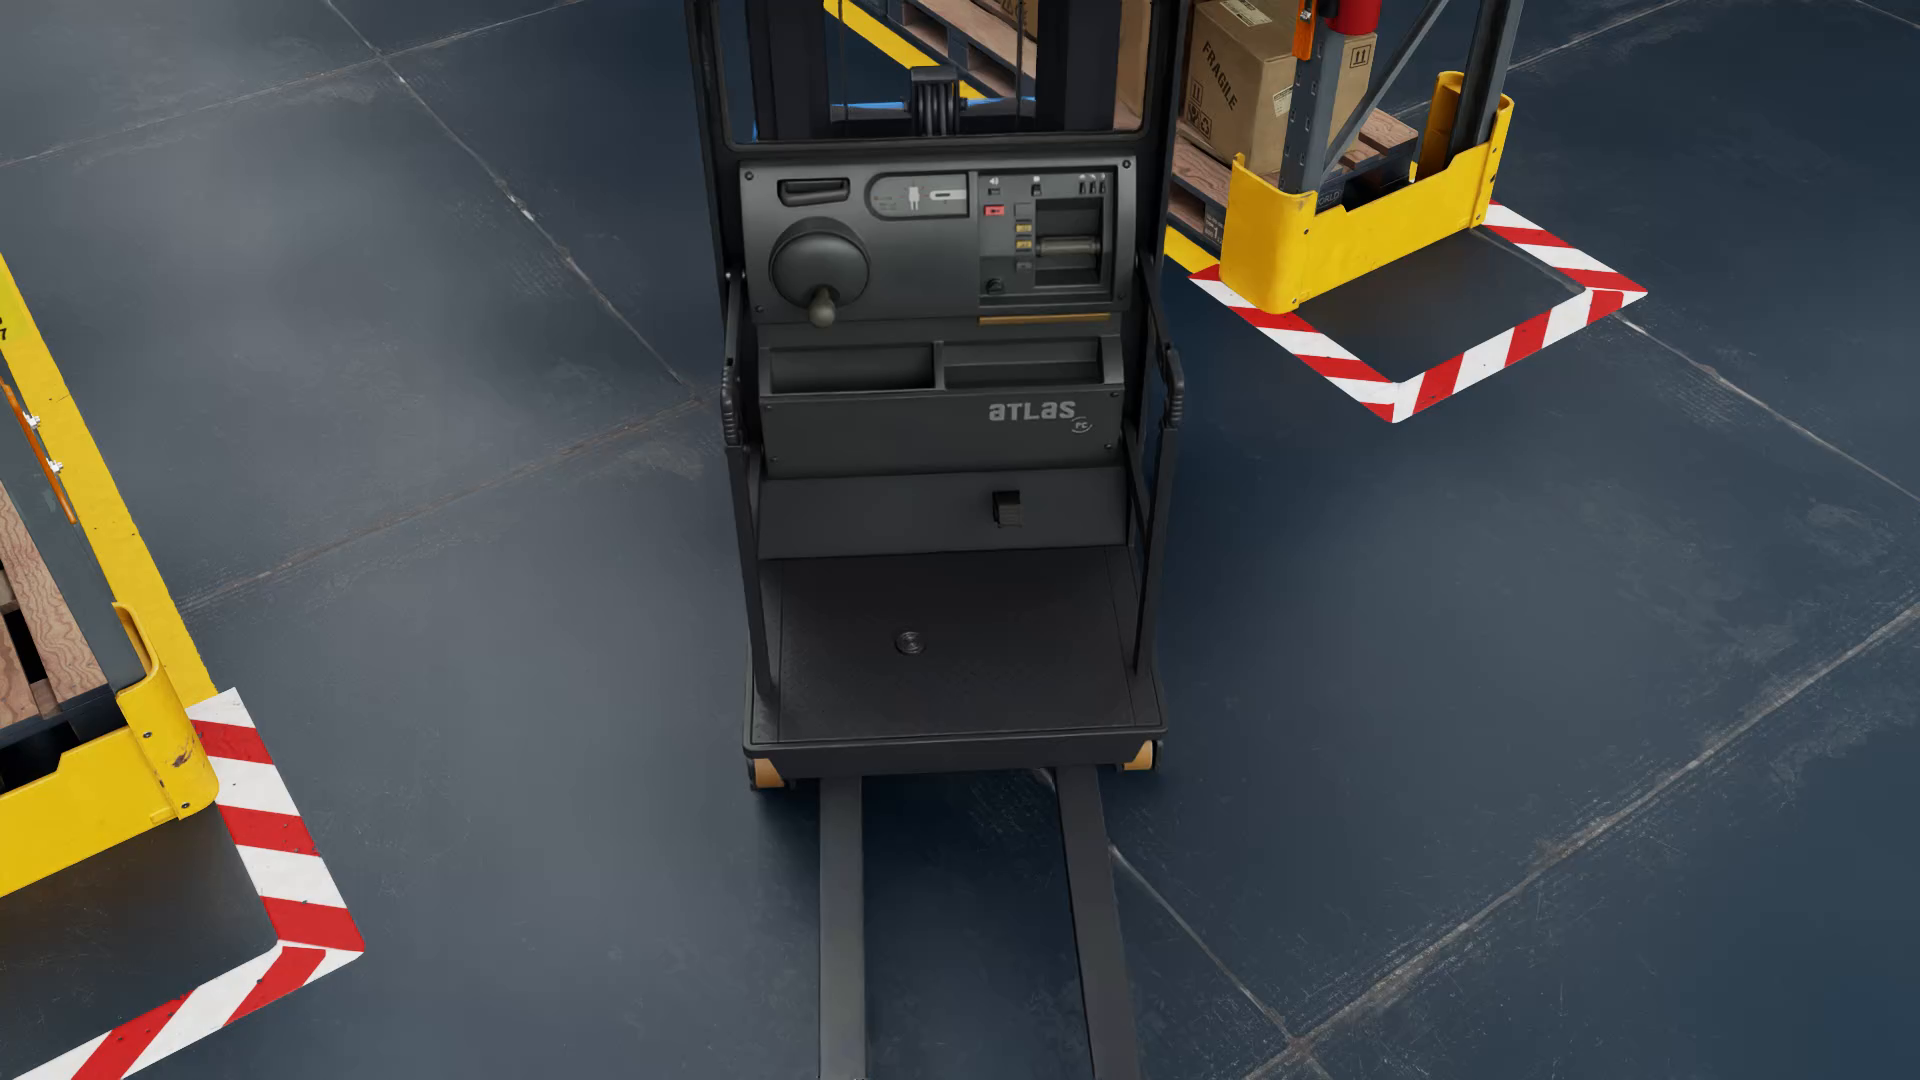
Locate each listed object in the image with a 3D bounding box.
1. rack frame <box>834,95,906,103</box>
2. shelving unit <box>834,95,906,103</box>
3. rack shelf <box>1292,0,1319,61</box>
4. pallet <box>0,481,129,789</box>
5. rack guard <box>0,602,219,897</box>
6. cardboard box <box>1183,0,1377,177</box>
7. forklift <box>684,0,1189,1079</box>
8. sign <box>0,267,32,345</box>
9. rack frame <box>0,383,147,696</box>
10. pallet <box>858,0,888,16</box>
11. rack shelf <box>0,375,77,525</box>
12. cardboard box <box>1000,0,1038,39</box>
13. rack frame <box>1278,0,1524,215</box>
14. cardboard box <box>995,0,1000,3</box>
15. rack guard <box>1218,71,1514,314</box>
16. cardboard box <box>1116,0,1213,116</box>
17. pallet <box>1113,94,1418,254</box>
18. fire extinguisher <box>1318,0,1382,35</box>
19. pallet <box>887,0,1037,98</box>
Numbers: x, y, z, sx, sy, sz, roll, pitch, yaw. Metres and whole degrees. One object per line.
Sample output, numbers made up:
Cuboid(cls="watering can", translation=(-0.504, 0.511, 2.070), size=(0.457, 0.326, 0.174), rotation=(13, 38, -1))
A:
Cuboid(cls="rack frame", translation=(-0.289, -1.102, 5.754), size=(0.240, 0.900, 0.006), rotation=(-8, 40, -8))
Cuboid(cls="shelving unit", translation=(-0.269, -1.039, 5.677), size=(0.258, 0.900, 0.210), rotation=(-8, 40, -8))
Cuboid(cls="rack shelf", translation=(0.429, -3.055, 6.798), size=(1.077, 0.370, 4.000), rotation=(-26, 49, -24))
Cuboid(cls="pallet", translation=(-3.032, 0.296, 4.787), size=(1.003, 0.211, 1.213), rotation=(-26, 49, -24))
Cuboid(cls="rack guard", translation=(-2.571, 0.654, 4.203), size=(1.175, 0.500, 0.348), rotation=(-26, 49, -24))
Cuboid(cls="cardboard box", translation=(1.230, -1.790, 6.459), size=(0.500, 0.500, 0.500), rotation=(-17, 46, -17))
Cuboid(cls="forklift", translation=(-0.033, -0.624, 3.781), size=(1.130, 2.935, 3.031), rotation=(-2, 44, -2))
Cuboid(cls="sign", translation=(-2.036, -0.541, 3.443), size=(0.100, 0.325, 0.005), rotation=(-26, 49, -24))
Cuboid(cls="rack frame", translation=(-2.489, -0.226, 3.314), size=(1.000, 3.000, 0.127), rotation=(-26, 49, -24))
Cuboid(cls="pallet", translation=(-0.302, -3.073, 8.316), size=(1.003, 0.211, 1.213), rotation=(-26, 49, -24))
Cuboid(cls="rack shelf", translation=(-3.633, -1.098, 4.749), size=(1.077, 0.370, 4.000), rotation=(-26, 49, -24))
Cuboid(cls="cardboard box", translation=(0.517, -2.477, 7.179), size=(0.500, 0.500, 0.500), rotation=(-21, 48, -21))
Cuboid(cls="rack frame", translation=(1.573, -2.182, 5.364), size=(1.000, 3.000, 0.127), rotation=(-26, 49, -24))
Cuboid(cls="cardboard box", translation=(0.234, -2.811, 7.528), size=(0.500, 0.500, 0.500), rotation=(-30, 51, -28))
Cuboid(cls="rack guard", translation=(1.530, -1.321, 6.272), size=(1.175, 0.500, 0.348), rotation=(-26, 49, -24))
Cuboid(cls="cardboard box", translation=(0.860, -2.115, 6.800), size=(0.500, 0.500, 0.500), rotation=(-14, 45, -14))
Cuboid(cls="pallet", translation=(1.094, -1.691, 6.868), size=(1.003, 0.211, 1.213), rotation=(-26, 49, -24))
Cuboid(cls="fire extinguisher", translation=(1.261, -1.907, 5.132), size=(0.296, 0.674, 0.183), rotation=(-26, 49, -24))
Cuboid(cls="pallet", translation=(0.400, -2.381, 7.591), size=(1.003, 0.211, 1.213), rotation=(-26, 49, -24))
